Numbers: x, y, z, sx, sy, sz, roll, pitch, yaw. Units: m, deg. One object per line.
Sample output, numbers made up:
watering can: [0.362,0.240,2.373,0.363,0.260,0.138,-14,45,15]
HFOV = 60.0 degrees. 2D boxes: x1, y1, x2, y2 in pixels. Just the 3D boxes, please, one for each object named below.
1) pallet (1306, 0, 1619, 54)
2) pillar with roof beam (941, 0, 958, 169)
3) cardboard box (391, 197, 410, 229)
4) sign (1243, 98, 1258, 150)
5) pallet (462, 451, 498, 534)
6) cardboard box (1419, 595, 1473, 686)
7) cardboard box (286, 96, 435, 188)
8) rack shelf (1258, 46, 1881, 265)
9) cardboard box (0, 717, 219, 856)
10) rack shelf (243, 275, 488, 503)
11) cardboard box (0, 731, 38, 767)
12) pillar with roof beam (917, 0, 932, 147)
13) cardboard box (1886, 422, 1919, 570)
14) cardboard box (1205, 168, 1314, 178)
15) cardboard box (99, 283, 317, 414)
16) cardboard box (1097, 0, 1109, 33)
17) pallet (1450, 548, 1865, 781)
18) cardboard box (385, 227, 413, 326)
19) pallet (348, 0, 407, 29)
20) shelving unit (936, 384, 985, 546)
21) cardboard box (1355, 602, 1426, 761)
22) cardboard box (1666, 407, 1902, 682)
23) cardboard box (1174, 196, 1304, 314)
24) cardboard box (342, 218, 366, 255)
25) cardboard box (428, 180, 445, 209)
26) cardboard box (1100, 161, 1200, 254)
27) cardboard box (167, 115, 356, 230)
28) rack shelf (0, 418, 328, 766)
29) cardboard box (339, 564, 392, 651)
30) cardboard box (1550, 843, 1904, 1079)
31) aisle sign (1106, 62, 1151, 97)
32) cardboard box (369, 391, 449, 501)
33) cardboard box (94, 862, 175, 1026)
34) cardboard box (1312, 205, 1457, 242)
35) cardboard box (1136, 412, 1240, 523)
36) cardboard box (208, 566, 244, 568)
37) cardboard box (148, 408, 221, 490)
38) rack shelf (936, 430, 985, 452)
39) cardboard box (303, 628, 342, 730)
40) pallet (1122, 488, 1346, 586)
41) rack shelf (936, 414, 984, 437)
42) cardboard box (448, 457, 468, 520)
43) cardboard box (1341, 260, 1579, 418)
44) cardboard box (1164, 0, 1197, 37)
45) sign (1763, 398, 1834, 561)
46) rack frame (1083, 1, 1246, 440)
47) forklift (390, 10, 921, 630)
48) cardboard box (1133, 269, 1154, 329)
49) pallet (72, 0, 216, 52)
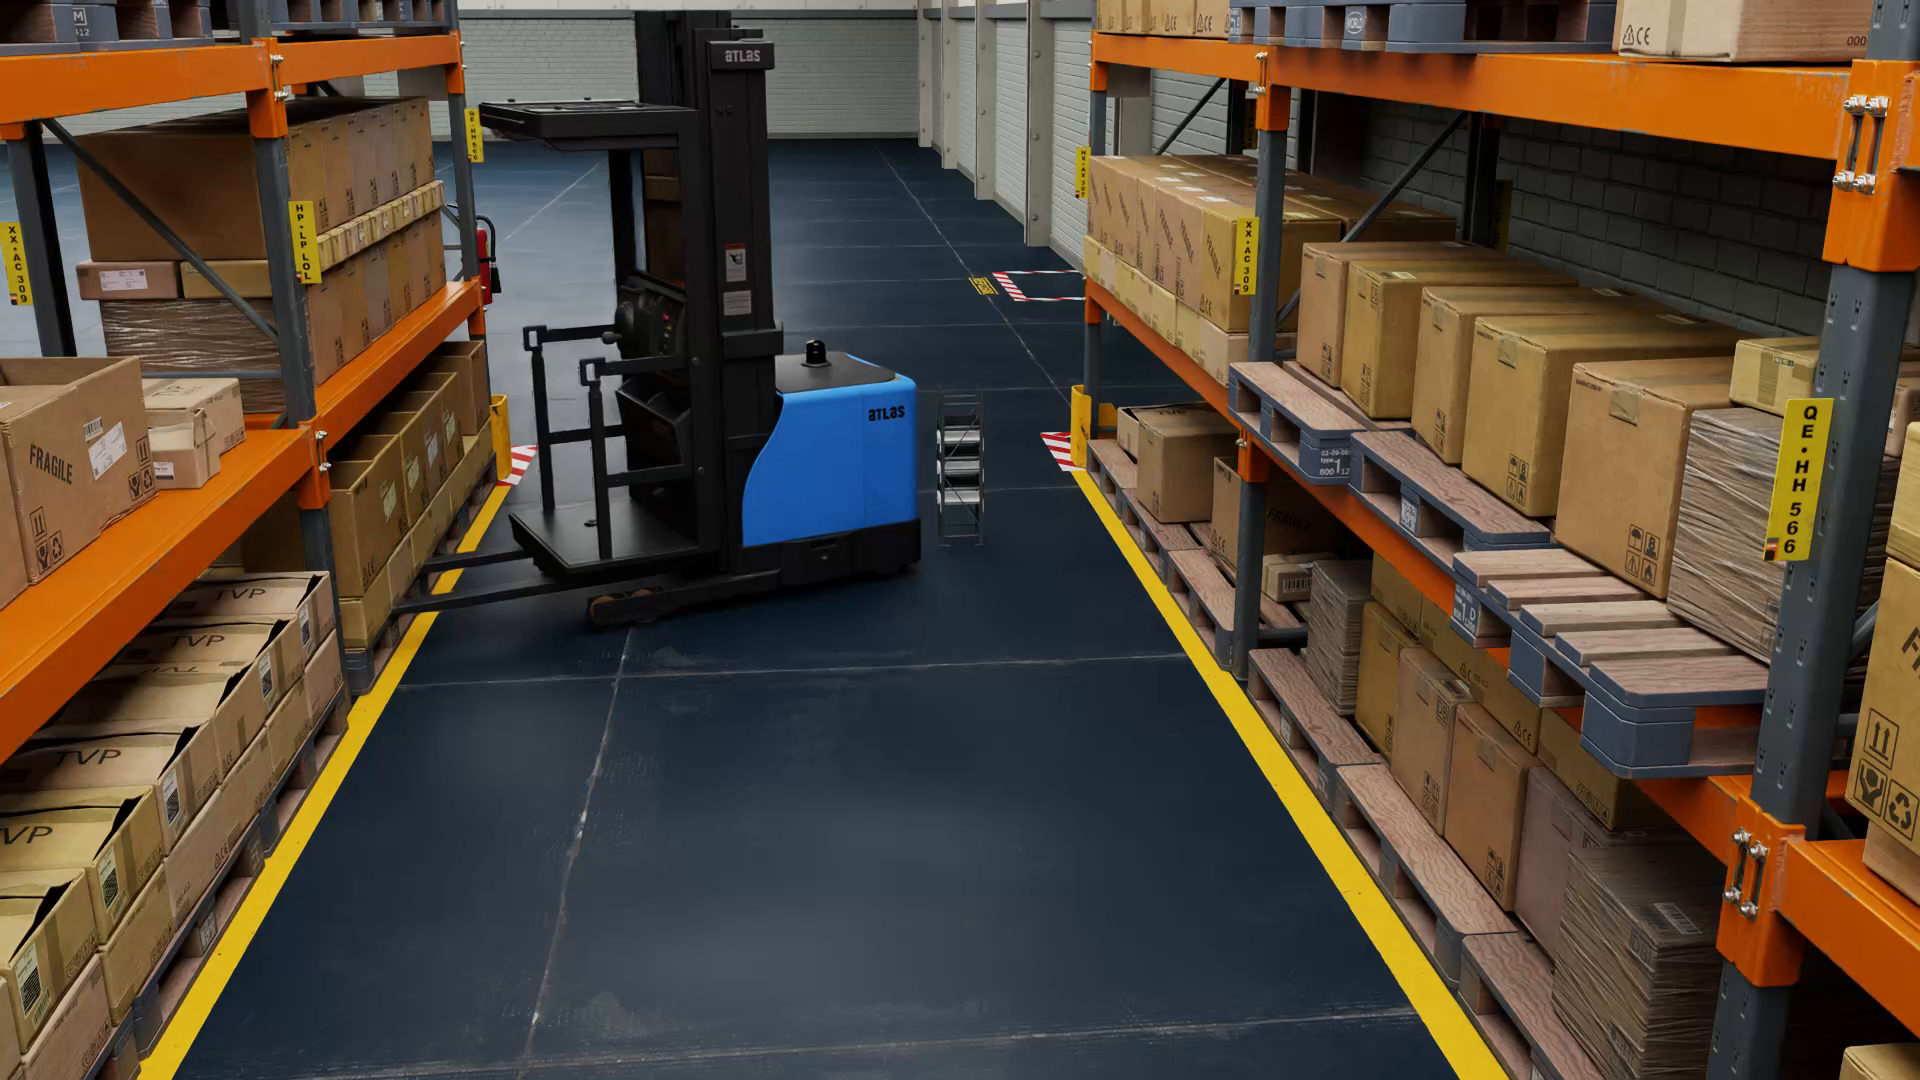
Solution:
pallet: [1.827,-1.657,5.253,1.213,0.211,1.003,-2,18,-6]
pillar with roof beam: [-4.478,-11.701,31.925,9.100,9.000,0.400,-2,18,-6]
cardboard box: [-3.245,-1.791,9.125,0.380,0.149,0.250,-1,17,-4]
sign: [1.901,-2.718,10.866,0.100,0.325,0.005,-2,18,-6]
pallet: [-3.459,-0.292,10.256,1.003,0.211,1.213,-2,18,-6]
cardboard box: [1.958,0.318,5.843,0.500,0.250,0.500,-2,18,-7]
cardboard box: [-3.539,-2.361,9.856,0.700,0.500,0.500,-2,18,-5]
rack shelf: [1.966,-1.304,5.015,1.077,0.370,4.000,-2,18,-6]
cardboard box: [-2.683,0.752,5.229,0.500,0.311,0.500,-2,18,-6]
rack shelf: [-3.374,-0.910,8.770,1.077,0.370,4.000,-2,18,-6]
cardboard box: [-3.213,0.775,5.153,0.500,0.311,0.500,-1,17,-4]
pillar with roof beam: [-5.097,-13.489,37.619,9.100,9.000,0.400,-2,18,-6]
cardboard box: [1.965,-0.025,2.801,0.500,0.250,0.500,-1,17,-4]
cardboard box: [1.707,-1.861,9.563,0.500,0.500,0.500,-2,18,-7]
cardboard box: [-3.219,-0.837,7.169,0.700,0.500,0.500,-2,18,-7]
cardboard box: [1.133,-3.385,10.242,0.500,0.500,0.500,-1,17,-4]
pallet: [1.993,0.262,4.153,1.213,0.211,1.003,-2,18,-6]
cardboard box: [-3.440,-1.453,9.131,0.700,0.500,0.500,-2,18,-5]
pallet: [-3.404,-2.662,8.290,1.003,0.211,1.213,-2,18,-6]
shelving unit: [0.001,-0.427,9.535,0.258,0.900,0.210,-2,18,-6]
cardboard box: [1.955,0.542,6.381,0.700,0.500,0.500,-2,18,-7]
cardboard box: [2.114,-0.017,3.823,0.700,0.500,0.500,-4,18,-12]
cardboard box: [1.346,-1.387,8.053,0.500,0.500,0.500,-2,18,-6]
cardboard box: [-3.139,-1.485,8.148,0.380,0.149,0.250,-2,18,-7]
cardboard box: [-3.351,-2.099,10.104,0.380,0.149,0.250,-2,18,-7]
cardboard box: [1.138,-2.000,10.005,0.500,0.500,0.500,-2,18,-5]
cardboard box: [-3.324,-1.756,7.930,0.700,0.500,0.500,-2,18,-6]
rack shelf: [-2.961,0.281,4.974,1.077,0.370,4.000,-2,18,-6]
cardboard box: [-2.914,0.306,7.583,0.500,0.250,0.500,-2,18,-6]
cardboard box: [2.046,1.150,4.446,0.700,0.500,0.500,-2,17,-5]
aisle sign: [1.041,-3.256,10.700,0.394,0.787,0.004,-2,18,-6]
cardboard box: [-3.061,-0.499,8.895,0.500,0.500,0.500,-2,18,-6]
cardboard box: [-2.629,1.176,4.812,0.500,0.250,0.500,-2,18,-7]
cardboard box: [1.919,-1.254,7.629,0.500,0.500,0.500,-2,18,-7]
cardboard box: [1.413,-0.422,9.452,0.700,0.500,0.500,-3,18,-9]
cardboard box: [-3.474,0.173,8.007,0.500,0.250,0.500,-2,18,-6]
cardboard box: [-2.894,-0.337,5.968,0.396,0.266,0.258,-2,18,-7]
rack shelf: [0.001,-0.567,9.491,0.258,0.077,0.200,-2,18,-6]
cardboard box: [-2.836,0.568,6.748,0.500,0.250,0.500,-2,18,-6]
pallet: [1.526,-0.045,9.467,1.003,0.211,1.213,-2,18,-6]
rack shelf: [0.001,-0.653,9.464,0.258,0.077,0.200,-2,18,-6]
cardboard box: [-3.114,-0.290,9.481,0.500,0.250,0.500,-2,18,-6]
cardboard box: [1.829,-0.750,6.157,0.700,0.500,0.500,0,17,0]
cardboard box: [1.327,-2.758,8.246,0.500,0.500,0.500,-2,18,-8]
sign: [1.633,-0.115,3.235,0.100,0.325,0.005,-2,18,-6]
rack frame: [1.347,-2.003,11.051,1.000,3.000,0.127,-2,18,-6]
forklift: [-1.754,-1.132,8.390,3.031,2.935,1.130,-10,20,-28]
cardboard box: [1.246,-1.329,9.121,0.500,0.250,0.500,-2,18,-5]
pallet: [-3.064,-1.735,5.507,0.805,0.209,1.217,-2,18,-8]
